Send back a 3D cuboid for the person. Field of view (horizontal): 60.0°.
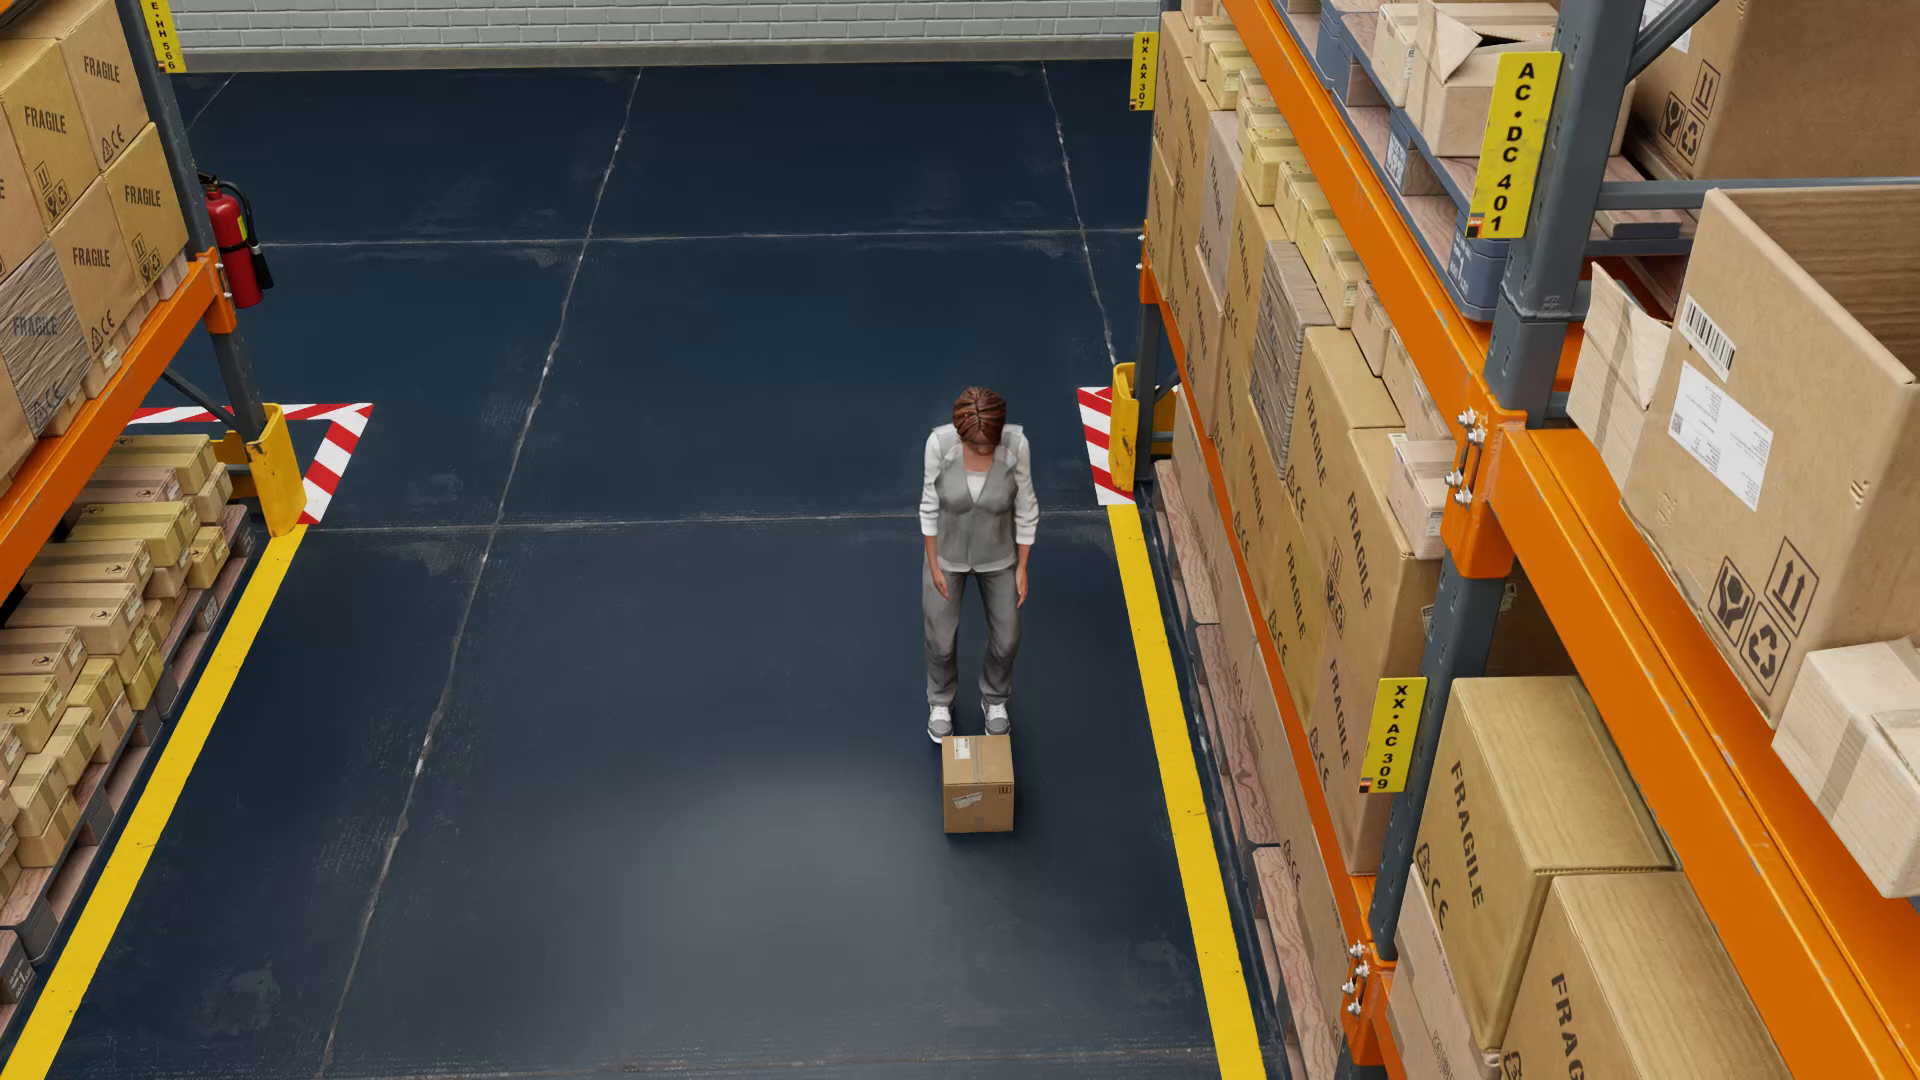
[{"bbox_3d":[0.068,0.091,6.083,0.426,1.542,0.382,-1,36,-1],"label":"person"}]
